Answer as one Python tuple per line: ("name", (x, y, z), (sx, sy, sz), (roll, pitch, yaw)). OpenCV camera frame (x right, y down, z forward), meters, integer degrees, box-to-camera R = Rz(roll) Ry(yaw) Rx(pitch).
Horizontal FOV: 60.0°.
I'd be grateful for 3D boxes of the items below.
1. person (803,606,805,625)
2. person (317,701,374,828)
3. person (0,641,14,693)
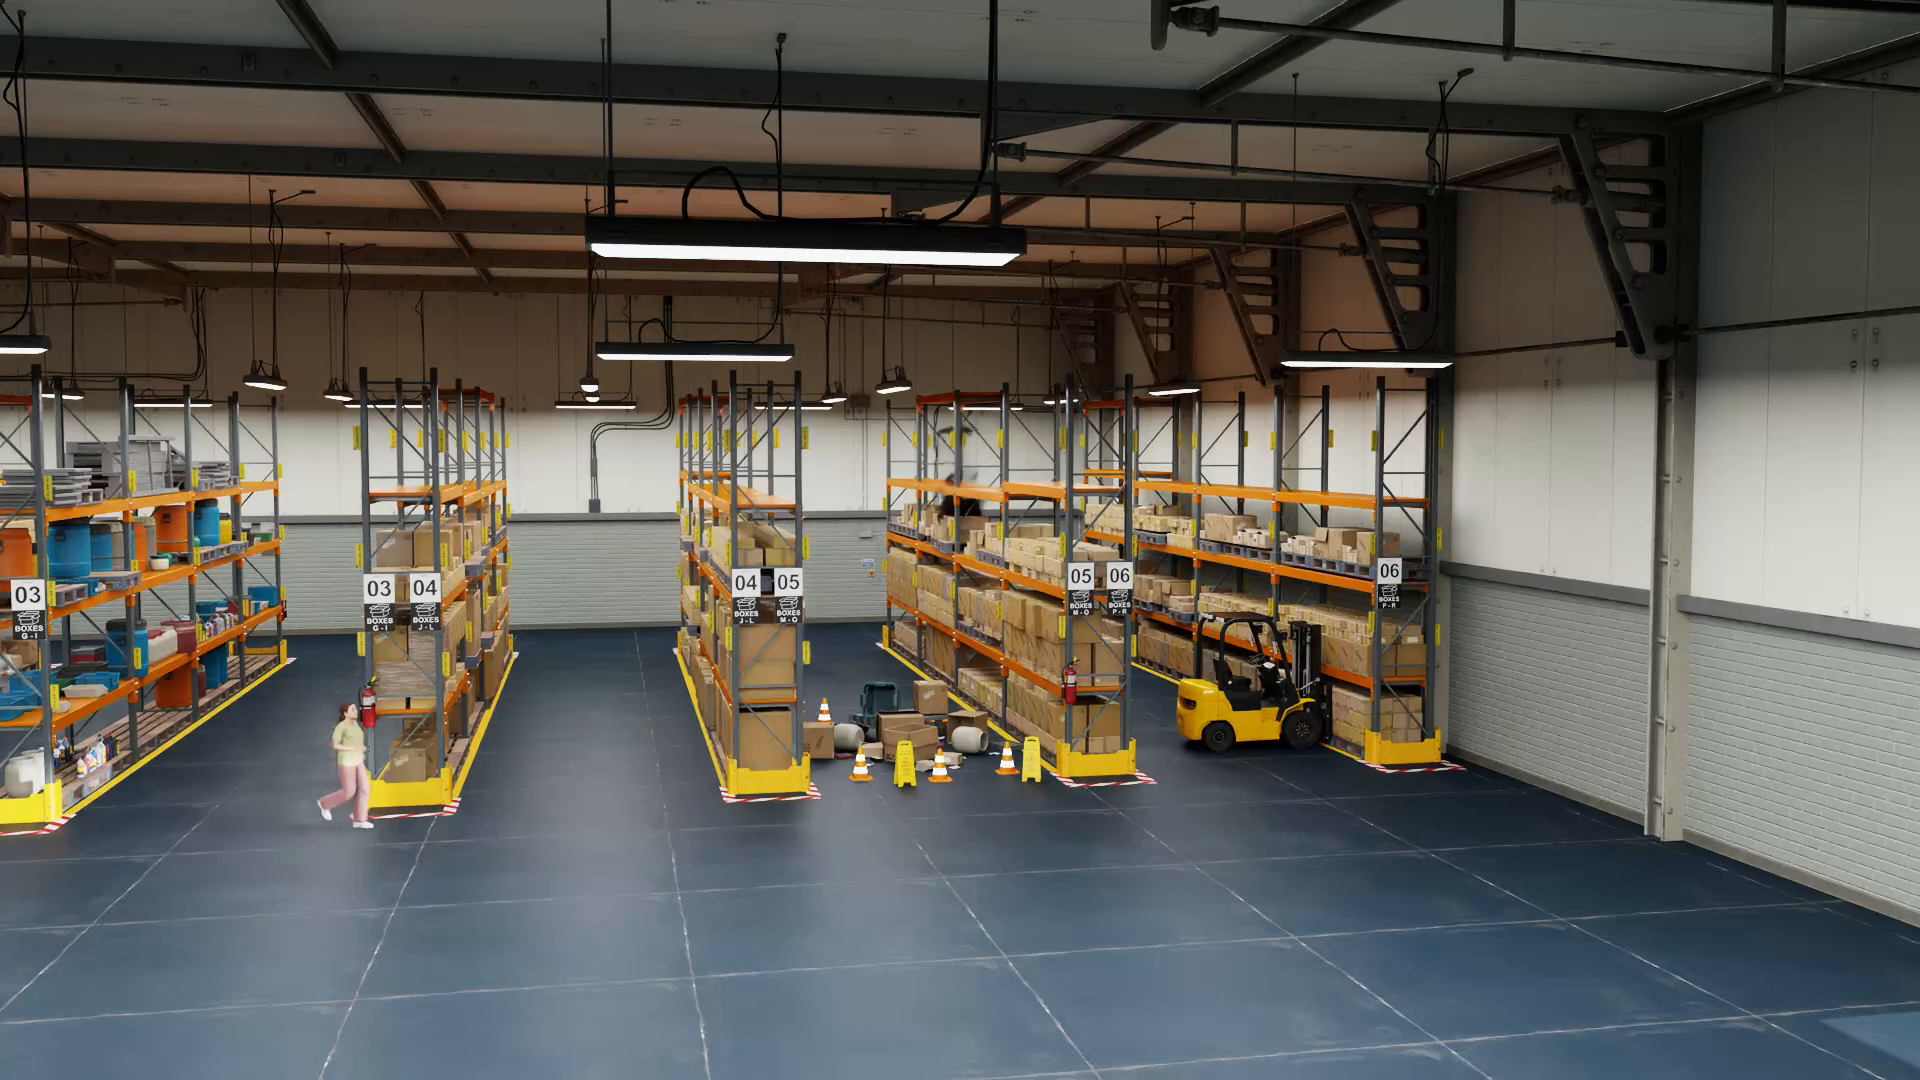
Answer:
("person", (-3.835, 1.953, 37.570), (0.665, 1.735, 0.829), (-1, 3, -11))
("person", (-7.926, 2.894, 21.496), (0.789, 1.638, 0.581), (1, 4, 14))
("person", (-16.446, 2.509, 28.408), (0.507, 1.592, 0.662), (-2, 4, -32))
